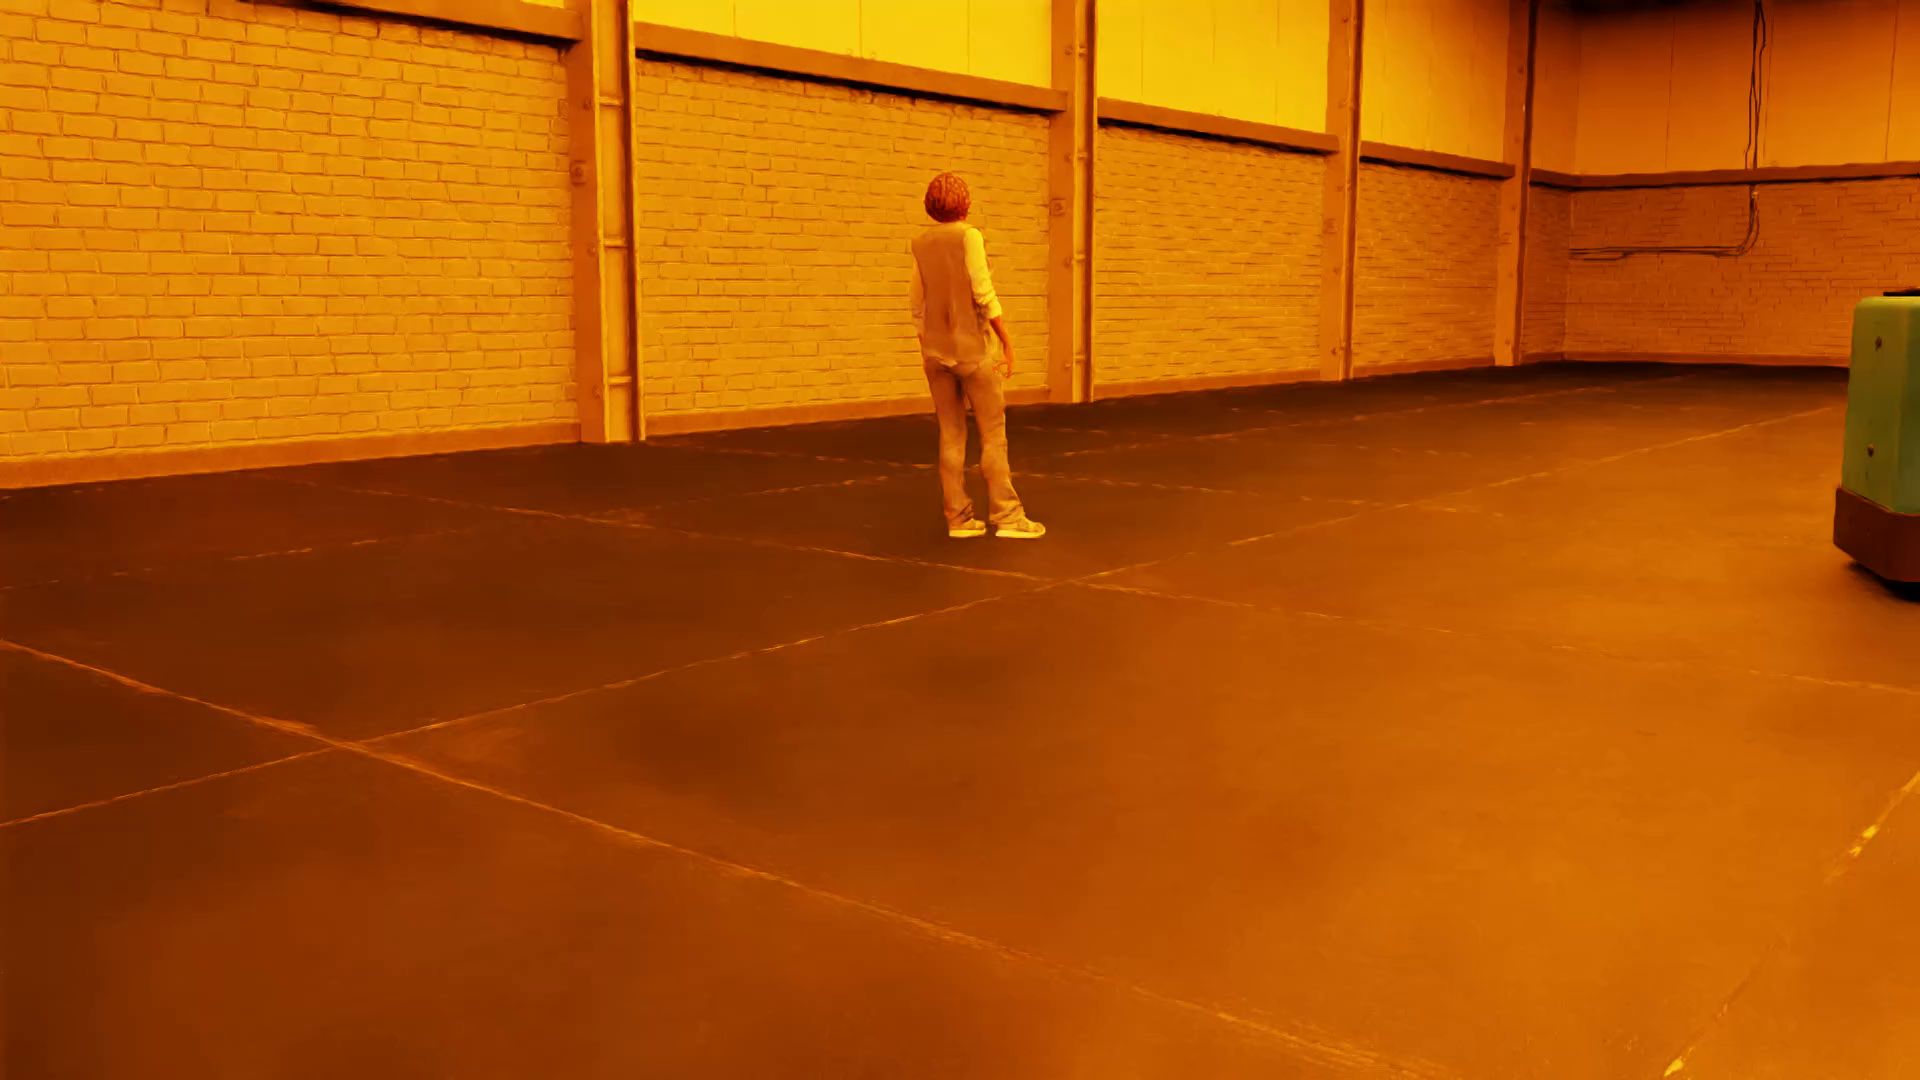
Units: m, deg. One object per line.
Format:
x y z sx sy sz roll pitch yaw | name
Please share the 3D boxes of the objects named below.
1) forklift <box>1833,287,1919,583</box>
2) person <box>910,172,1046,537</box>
4.895 -1.240 5.759 3.031 2.935 1.130 2 9 16 | forklift
0.057 -0.804 7.337 0.521 1.597 0.474 7 11 38 | person
